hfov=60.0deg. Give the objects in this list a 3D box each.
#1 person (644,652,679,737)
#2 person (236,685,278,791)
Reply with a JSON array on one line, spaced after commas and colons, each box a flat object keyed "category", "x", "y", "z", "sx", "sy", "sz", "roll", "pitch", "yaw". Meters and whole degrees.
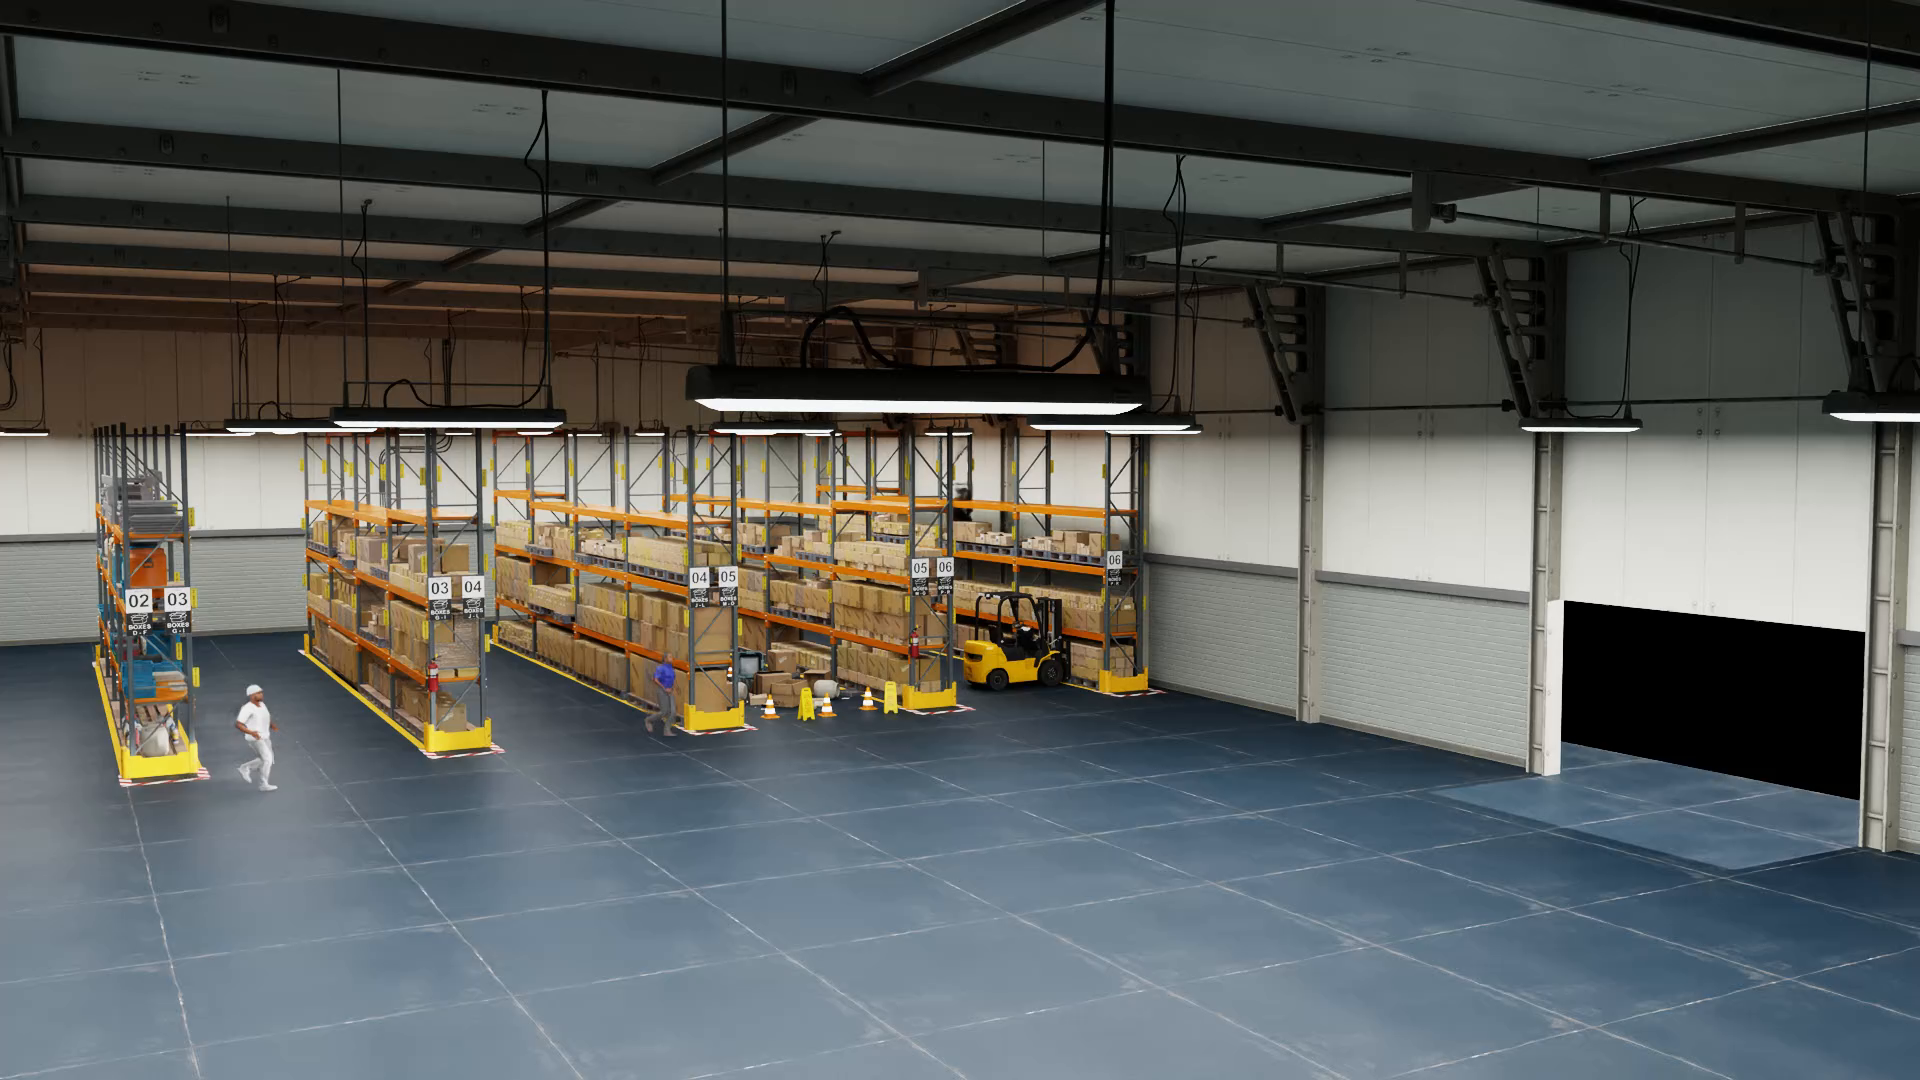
[{"category": "person", "x": -5.712, "y": 2.977, "z": 32.180, "sx": 0.667, "sy": 1.593, "sz": 0.619, "roll": 2, "pitch": 4, "yaw": 24}, {"category": "person", "x": -11.473, "y": 3.220, "z": 27.080, "sx": 0.712, "sy": 1.724, "sz": 0.705, "roll": 0, "pitch": 3, "yaw": 6}]
